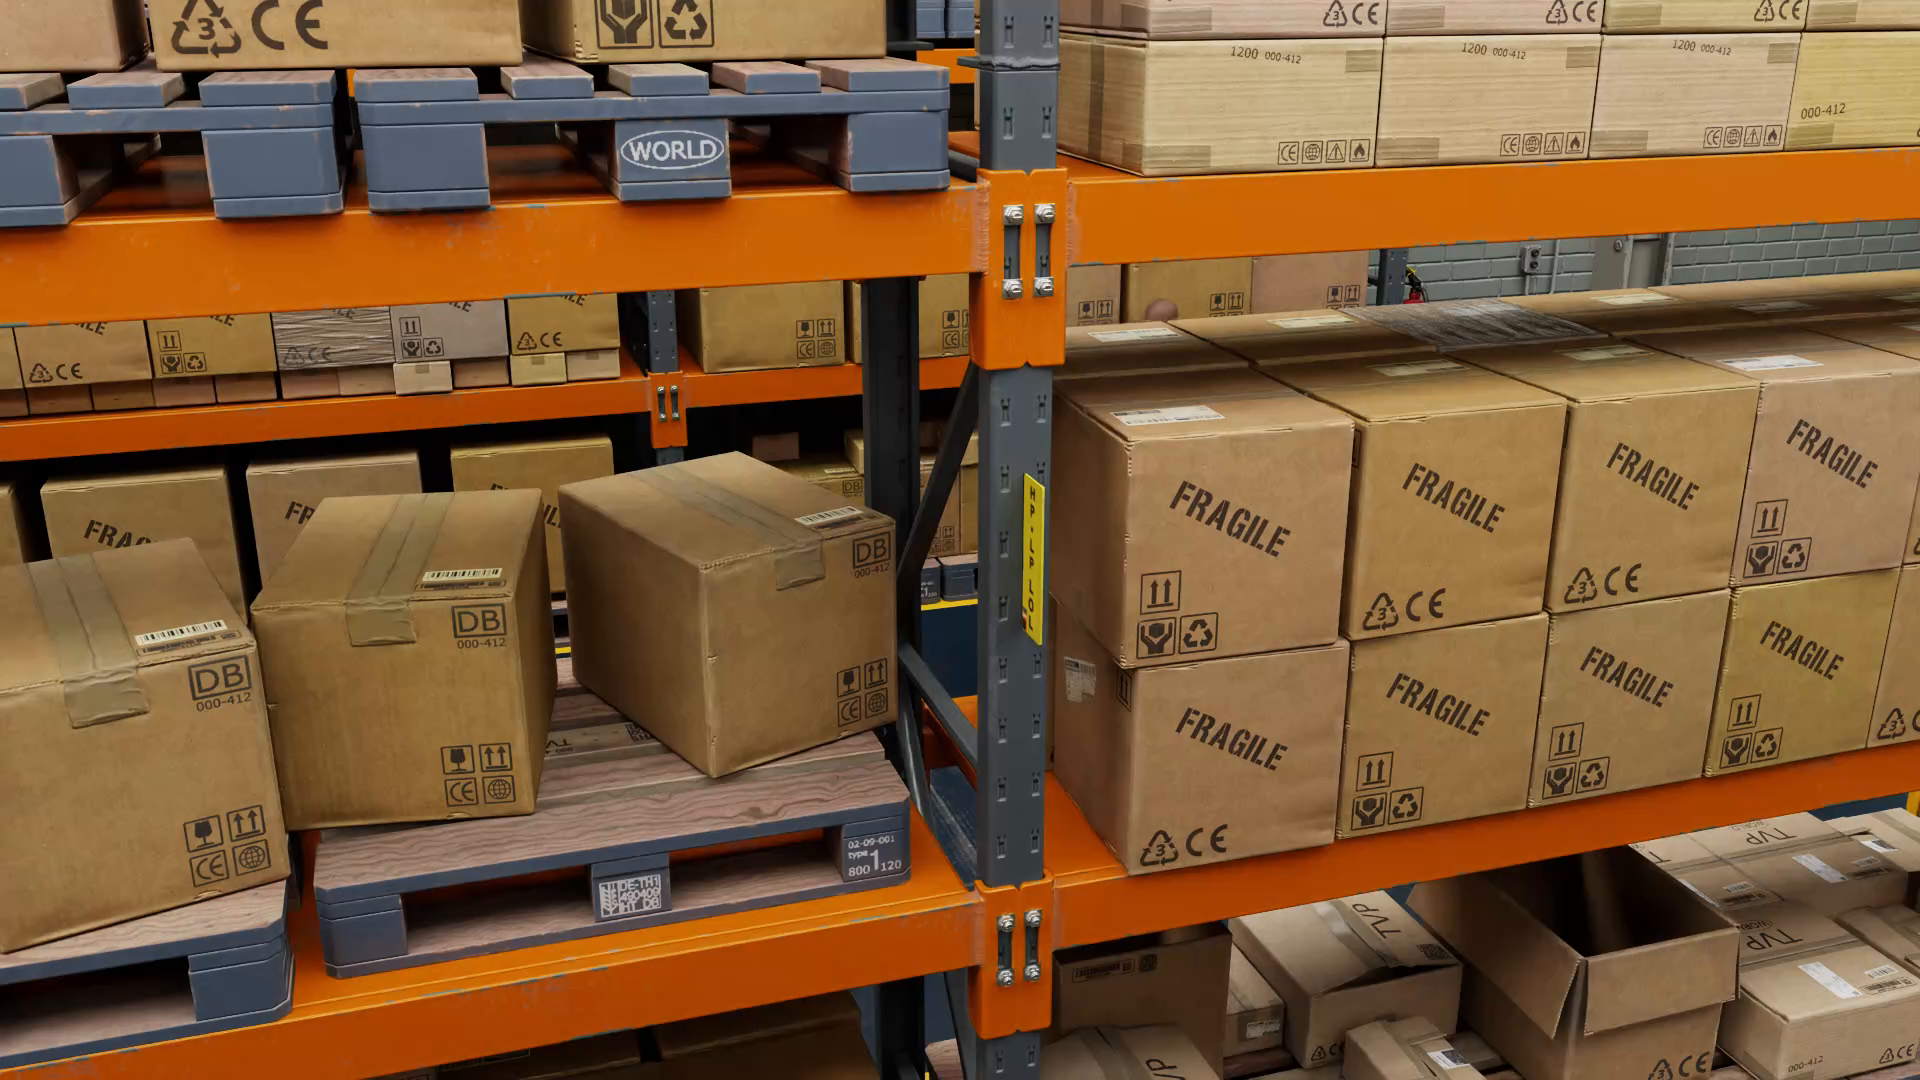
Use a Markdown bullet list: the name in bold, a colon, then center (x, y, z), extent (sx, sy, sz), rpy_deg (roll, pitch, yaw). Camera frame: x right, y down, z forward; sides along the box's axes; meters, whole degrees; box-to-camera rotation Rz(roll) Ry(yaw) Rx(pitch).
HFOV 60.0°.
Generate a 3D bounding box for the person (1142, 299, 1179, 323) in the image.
- **person**: center (0.946, -0.277, 7.850), extent (0.588, 1.724, 0.556), rpy_deg (-13, 23, -33)
